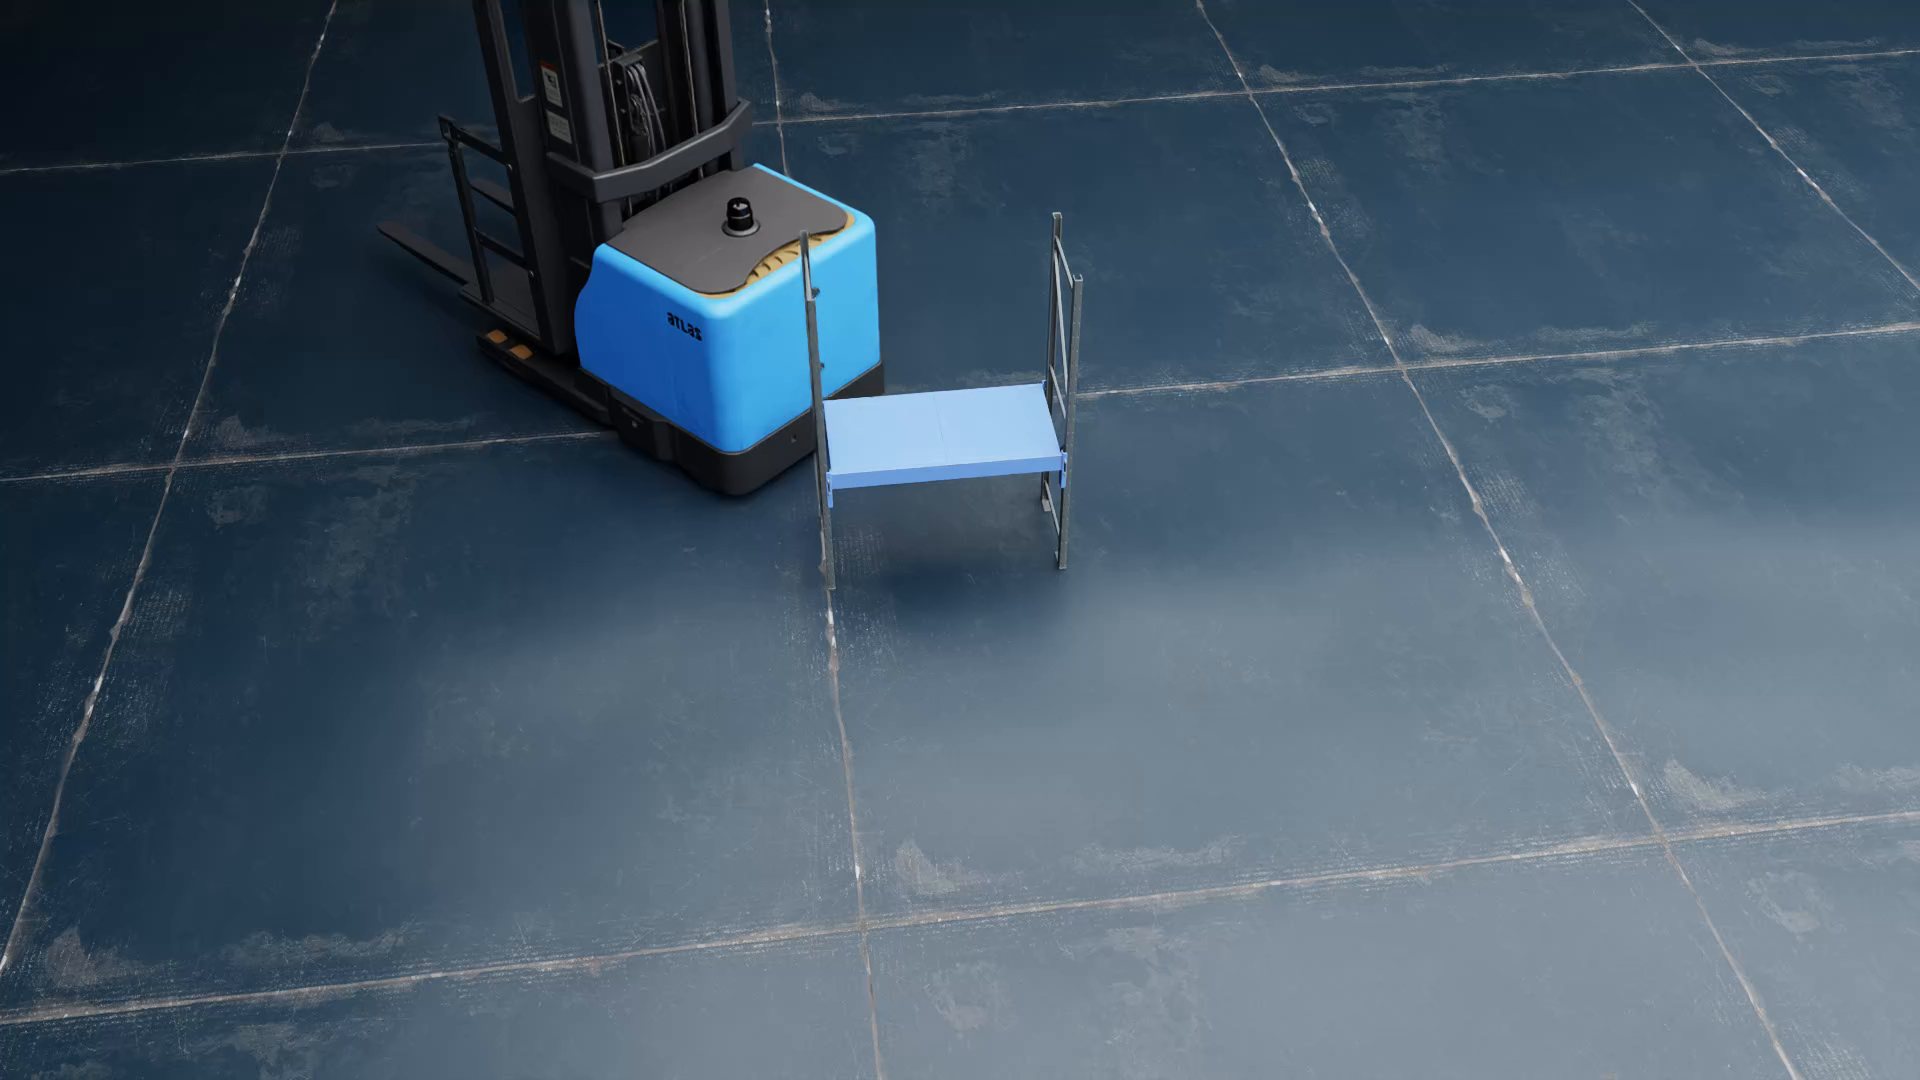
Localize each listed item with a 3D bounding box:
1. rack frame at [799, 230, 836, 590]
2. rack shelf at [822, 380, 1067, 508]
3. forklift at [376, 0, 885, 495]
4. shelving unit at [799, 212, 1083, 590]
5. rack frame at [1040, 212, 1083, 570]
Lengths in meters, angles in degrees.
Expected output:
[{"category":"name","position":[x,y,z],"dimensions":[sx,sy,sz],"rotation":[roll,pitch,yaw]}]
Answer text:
[{"category":"rack frame","position":[-0.589,-0.505,6.906],"dimensions":[0.032,1.500,0.500],"rotation":[-5,42,-6]},{"category":"rack shelf","position":[-0.085,-0.416,7.075],"dimensions":[1.000,0.185,0.538],"rotation":[-5,42,-6]},{"category":"forklift","position":[-1.811,-2.140,7.650],"dimensions":[3.031,2.935,1.130],"rotation":[30,50,29]},{"category":"shelving unit","position":[-0.085,-0.550,6.955],"dimensions":[1.048,1.500,0.538],"rotation":[-5,42,-6]},{"category":"rack frame","position":[0.419,-0.594,7.004],"dimensions":[0.032,1.500,0.500],"rotation":[-5,42,-6]}]
